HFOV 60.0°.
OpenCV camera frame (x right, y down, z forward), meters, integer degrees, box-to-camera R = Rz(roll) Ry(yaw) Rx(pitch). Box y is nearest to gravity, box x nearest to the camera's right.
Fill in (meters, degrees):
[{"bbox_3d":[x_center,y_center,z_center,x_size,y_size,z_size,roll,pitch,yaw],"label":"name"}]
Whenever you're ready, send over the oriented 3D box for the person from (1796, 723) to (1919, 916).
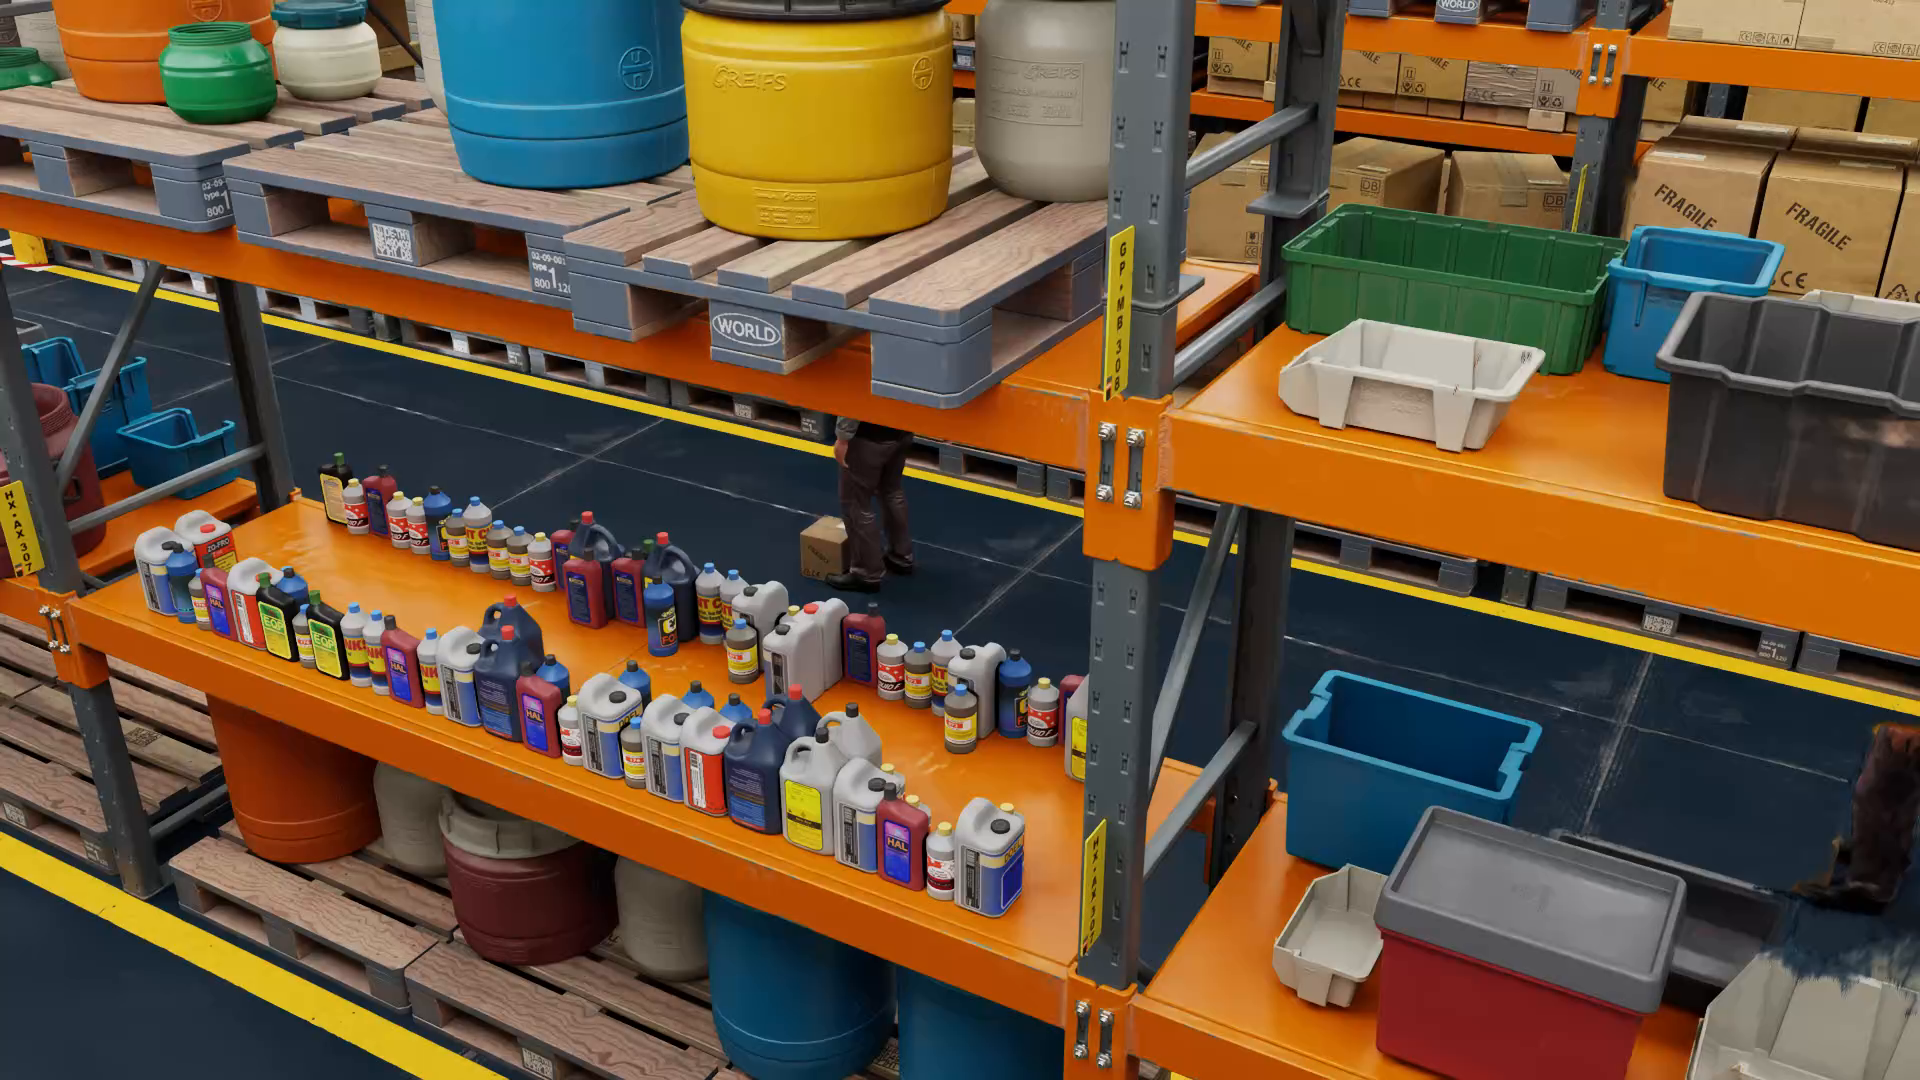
[{"bbox_3d":[-0.432,-0.553,8.258,0.461,1.721,0.581,14,30,26],"label":"person"}]
